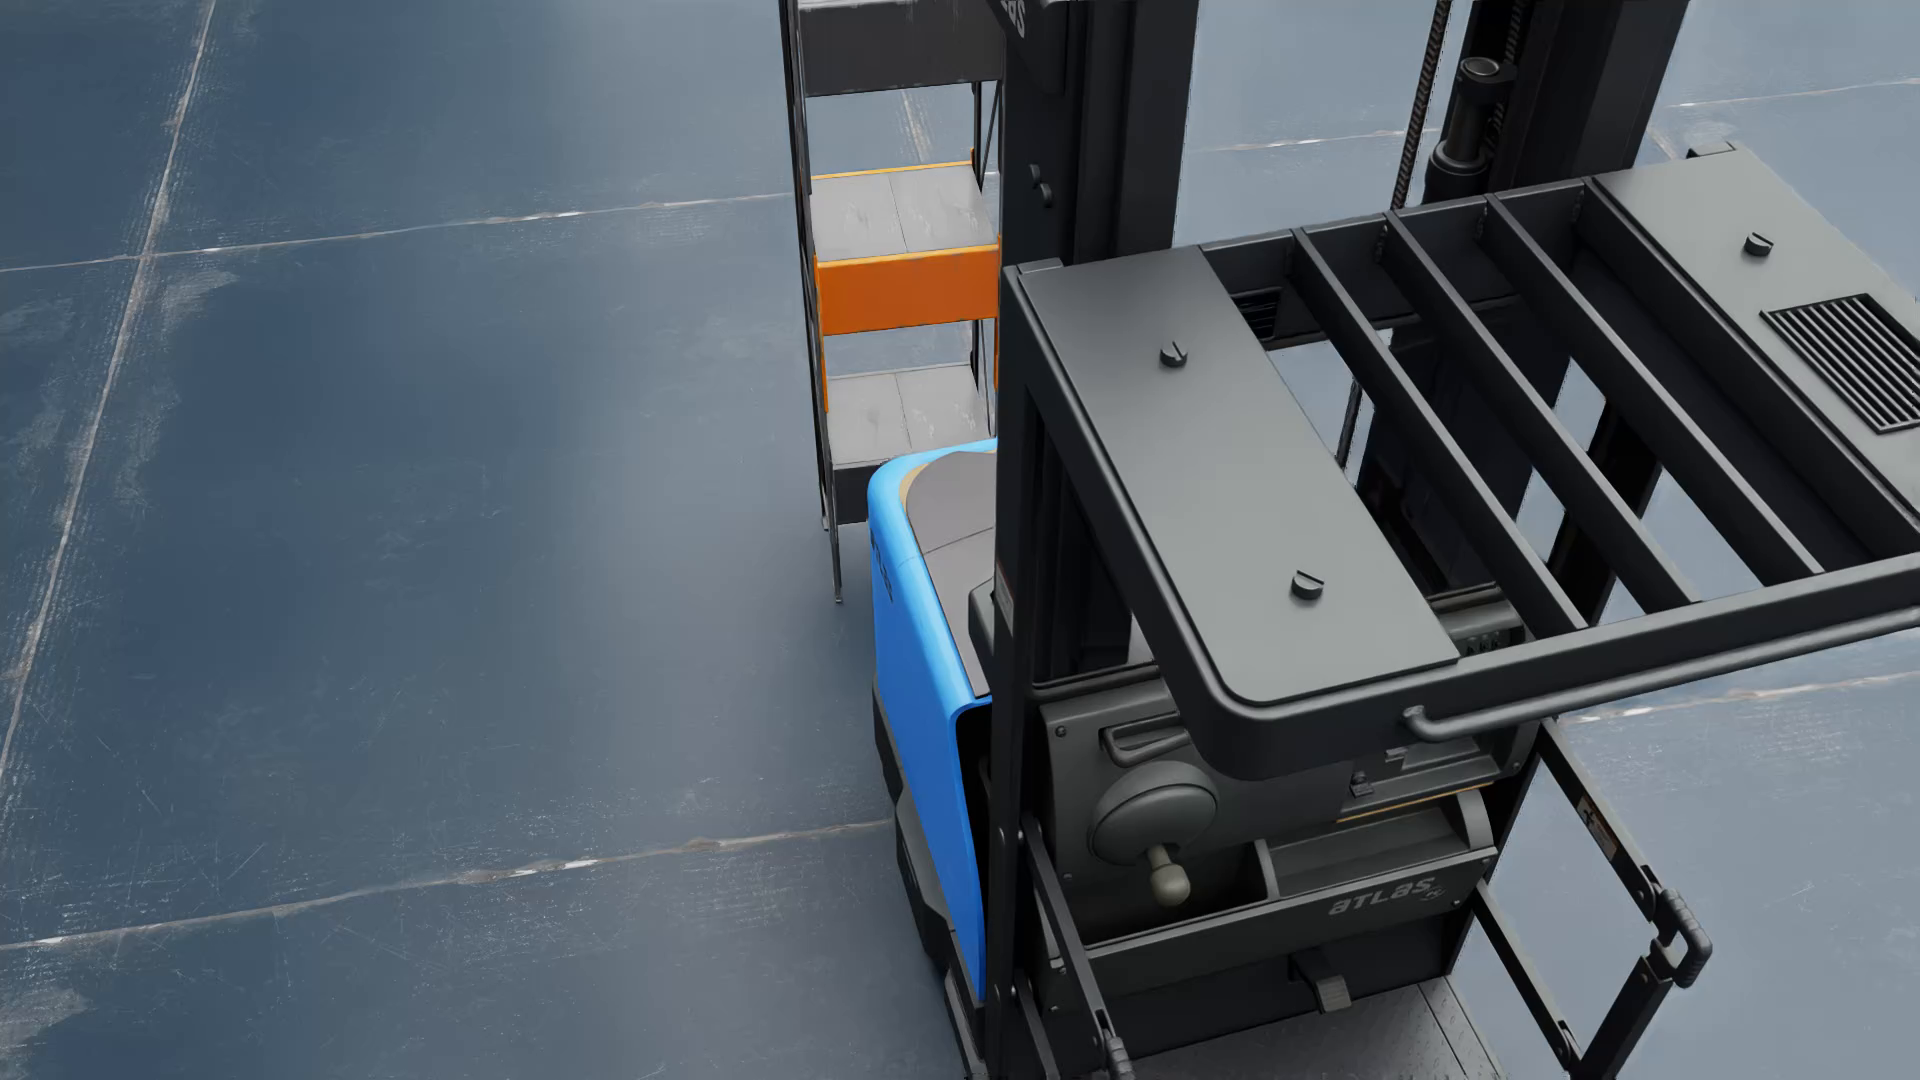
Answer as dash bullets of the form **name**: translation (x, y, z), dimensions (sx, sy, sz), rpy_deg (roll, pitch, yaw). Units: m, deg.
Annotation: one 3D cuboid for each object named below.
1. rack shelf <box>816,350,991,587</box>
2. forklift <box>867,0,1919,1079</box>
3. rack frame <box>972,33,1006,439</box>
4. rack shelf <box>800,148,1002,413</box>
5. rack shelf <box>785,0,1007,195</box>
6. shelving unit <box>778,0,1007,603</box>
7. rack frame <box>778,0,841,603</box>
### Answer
- **rack shelf**: translation (-0.163, -0.213, 4.988), dimensions (0.480, 0.518, 0.431), rpy_deg (-7, 46, -7)
- **forklift**: translation (0.658, 0.468, 2.764), dimensions (1.130, 2.935, 3.031), rpy_deg (-12, 47, -11)
- **rack frame**: translation (0.077, -0.738, 4.503), dimensions (0.015, 2.100, 0.400), rpy_deg (-7, 46, -7)
- **rack shelf**: translation (-0.163, -0.699, 4.484), dimensions (0.480, 0.518, 0.431), rpy_deg (-7, 46, -7)
- **rack shelf**: translation (-0.163, -1.184, 3.980), dimensions (0.480, 0.518, 0.431), rpy_deg (-7, 46, -7)
- **shelving unit**: translation (-0.163, -0.708, 4.474), dimensions (0.503, 2.100, 0.431), rpy_deg (-7, 46, -7)
- **rack frame**: translation (-0.404, -0.678, 4.445), dimensions (0.015, 2.100, 0.400), rpy_deg (-7, 46, -7)
